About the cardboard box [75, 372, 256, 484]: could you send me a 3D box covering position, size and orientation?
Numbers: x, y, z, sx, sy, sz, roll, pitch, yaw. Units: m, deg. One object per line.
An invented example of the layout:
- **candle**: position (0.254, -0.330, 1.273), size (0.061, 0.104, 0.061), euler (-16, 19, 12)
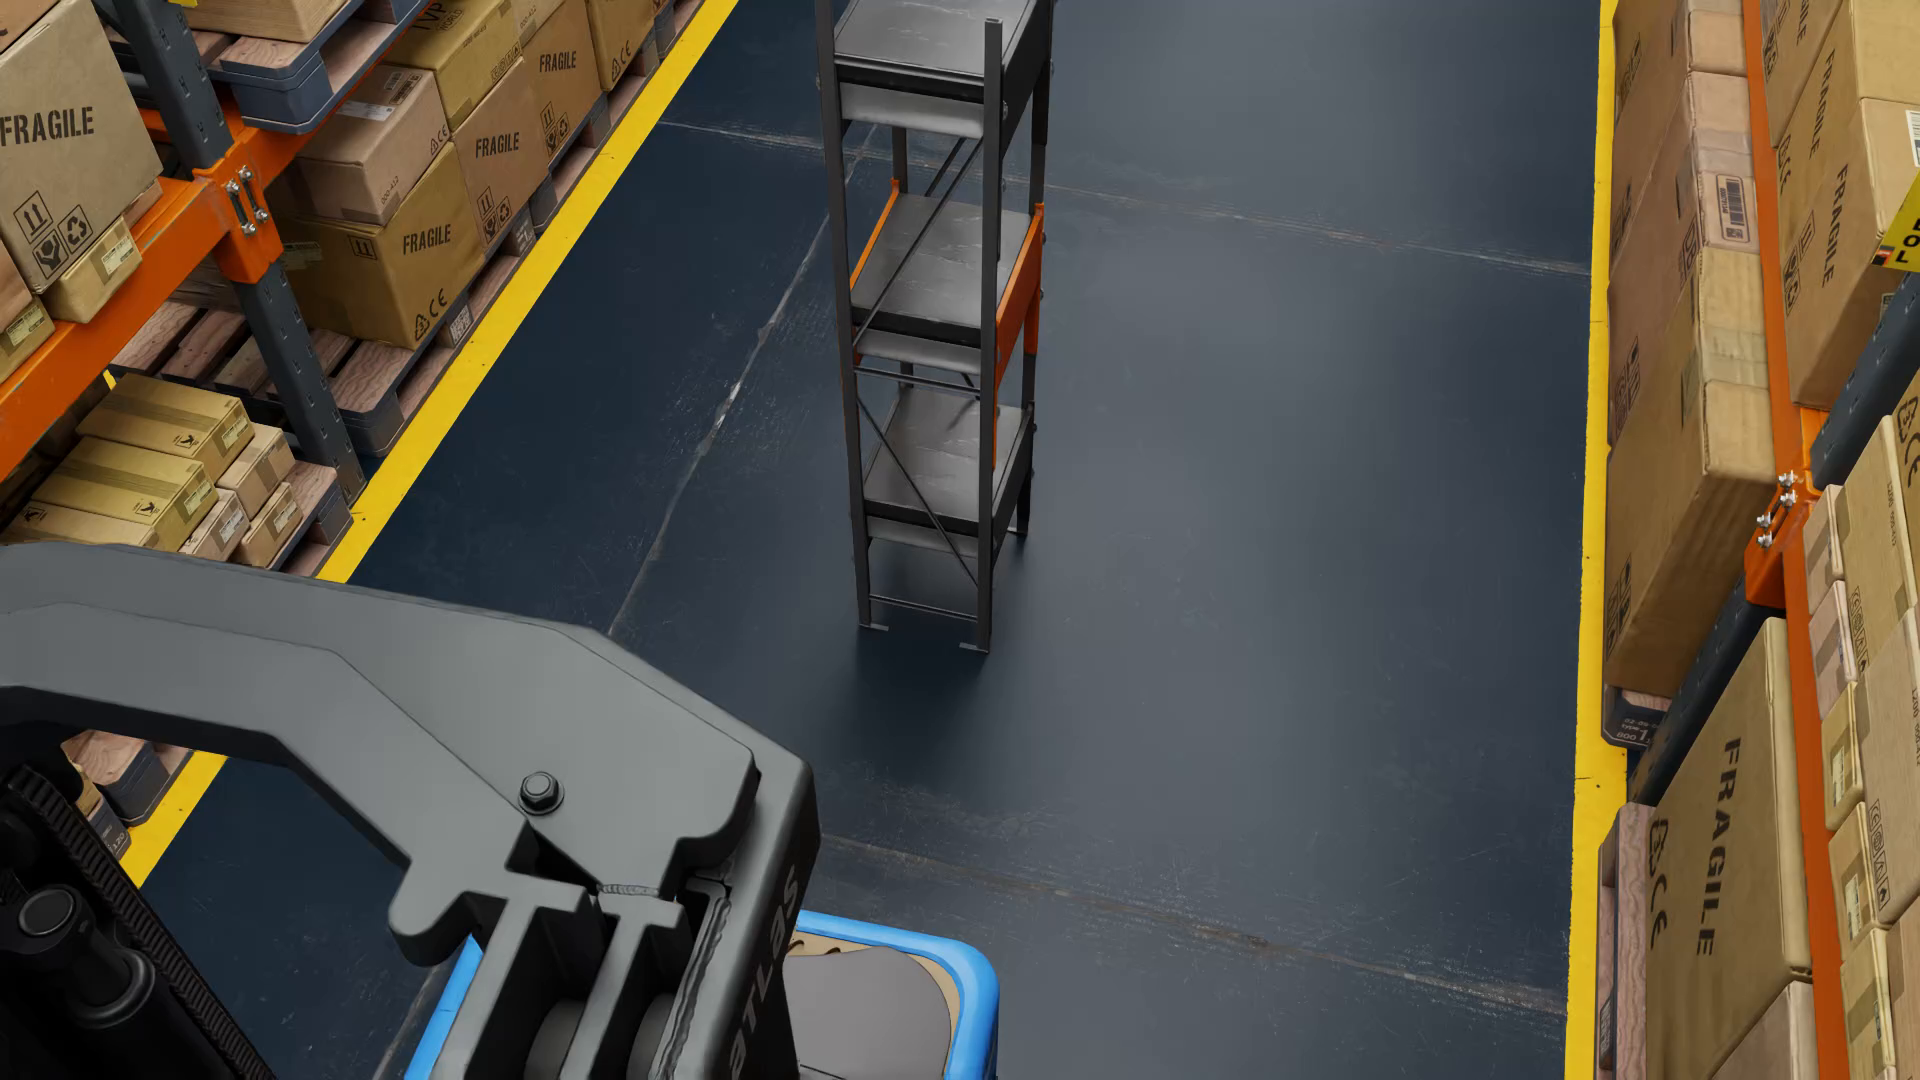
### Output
- **cardboard box**: position (-2.265, -0.311, 4.748), size (0.380, 0.149, 0.250), euler (13, 50, 11)

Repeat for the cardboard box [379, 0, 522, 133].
- **cardboard box**: position (-1.835, -1.655, 5.597), size (0.500, 0.250, 0.500), euler (13, 50, 11)

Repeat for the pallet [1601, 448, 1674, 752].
- **pallet**: position (2.467, 0.175, 4.955), size (1.003, 0.211, 1.213), euler (12, 50, 10)

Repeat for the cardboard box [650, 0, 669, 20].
- **cardboard box**: position (-1.431, -2.530, 6.869), size (0.500, 0.500, 0.500), euler (13, 50, 12)

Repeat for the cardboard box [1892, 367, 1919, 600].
- **cardboard box**: position (1.963, -0.176, 2.806), size (0.500, 0.500, 0.500), euler (12, 50, 10)

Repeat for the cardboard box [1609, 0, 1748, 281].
- **cardboard box**: position (2.945, -1.366, 5.592), size (1.225, 0.875, 0.875), euler (12, 50, 10)

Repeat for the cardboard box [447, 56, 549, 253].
- **cardboard box**: position (-1.834, -1.404, 5.875), size (0.500, 0.500, 0.500), euler (14, 50, 12)

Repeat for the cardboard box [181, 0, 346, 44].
- **cardboard box**: position (-1.875, -1.477, 4.440), size (0.380, 0.149, 0.250), euler (9, 49, 8)

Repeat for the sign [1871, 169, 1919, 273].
- **sign**: position (1.810, -0.632, 3.088), size (0.100, 0.325, 0.005), euler (12, 50, 10)

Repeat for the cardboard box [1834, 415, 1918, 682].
- **cardboard box**: position (1.960, 0.064, 3.094), size (0.500, 0.250, 0.500), euler (11, 49, 9)

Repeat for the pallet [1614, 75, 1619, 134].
- **pallet**: position (3.109, -1.590, 6.513), size (1.003, 0.211, 1.213), euler (12, 50, 10)

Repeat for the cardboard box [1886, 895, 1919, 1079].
- **cardboard box**: position (1.693, 0.799, 2.446), size (0.500, 0.250, 0.500), euler (13, 50, 11)

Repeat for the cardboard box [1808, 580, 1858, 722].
- **cardboard box**: position (1.868, 0.246, 3.199), size (0.380, 0.149, 0.250), euler (10, 49, 9)

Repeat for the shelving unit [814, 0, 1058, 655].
- **shelving unit**: position (-0.044, -0.575, 4.357), size (0.431, 2.100, 0.503), euler (12, 50, 10)

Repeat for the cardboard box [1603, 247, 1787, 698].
- **cardboard box**: position (2.485, -0.078, 4.455), size (1.225, 0.875, 0.875), euler (12, 50, 10)

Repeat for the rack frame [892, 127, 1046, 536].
- **rack frame**: position (0.021, -0.752, 4.513), size (0.400, 2.100, 0.015), euler (12, 50, 10)

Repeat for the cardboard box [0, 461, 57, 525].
- **cardboard box**: position (-2.806, -0.121, 4.779), size (0.380, 0.149, 0.250), euler (12, 50, 10)

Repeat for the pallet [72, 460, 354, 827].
- **pallet**: position (-2.565, 0.189, 4.943), size (1.003, 0.211, 1.213), euler (12, 50, 10)

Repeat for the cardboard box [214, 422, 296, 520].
- **cardboard box**: position (-2.199, -0.230, 4.876), size (0.380, 0.149, 0.250), euler (12, 50, 11)

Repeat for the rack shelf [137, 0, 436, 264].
- **rack shelf**: position (-1.896, -2.435, 5.879), size (1.077, 0.370, 4.000), euler (12, 50, 10)

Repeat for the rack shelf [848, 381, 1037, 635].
- **rack shelf**: position (-0.044, -0.103, 4.892), size (0.431, 0.518, 0.480), euler (12, 50, 10)

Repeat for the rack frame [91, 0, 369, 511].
- **rack frame**: position (-2.422, -1.227, 4.332), size (1.000, 3.000, 0.127), euler (12, 50, 10)

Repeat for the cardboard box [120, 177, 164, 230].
- **cardboard box**: position (-2.272, -0.891, 4.203), size (0.380, 0.149, 0.250), euler (11, 50, 10)

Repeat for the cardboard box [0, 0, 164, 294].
- **cardboard box**: position (-2.277, -0.953, 3.825), size (0.500, 0.500, 0.500), euler (12, 50, 10)

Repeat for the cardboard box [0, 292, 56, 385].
- **cardboard box**: position (-2.362, -0.502, 3.860), size (0.380, 0.149, 0.250), euler (13, 50, 12)

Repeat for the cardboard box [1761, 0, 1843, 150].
- **cardboard box**: position (2.463, -1.336, 4.362), size (0.500, 0.500, 0.500), euler (11, 49, 10)

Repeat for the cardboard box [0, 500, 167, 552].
- **cardboard box**: position (-2.352, 0.063, 4.418), size (0.380, 0.149, 0.250), euler (11, 50, 10)

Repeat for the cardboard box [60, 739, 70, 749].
- **cardboard box**: position (-2.520, 0.515, 4.217), size (0.380, 0.149, 0.250), euler (13, 50, 11)

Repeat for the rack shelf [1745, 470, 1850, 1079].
- **rack shelf**: position (1.810, 1.510, 2.397), size (1.077, 0.370, 4.000), euler (12, 50, 10)

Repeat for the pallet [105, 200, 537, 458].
- **pallet**: position (-2.219, -0.868, 5.875), size (1.003, 0.211, 1.213), euler (12, 50, 10)

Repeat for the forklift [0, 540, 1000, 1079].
- **forklift**: position (-0.728, 1.539, 1.979), size (1.129, 2.867, 3.031), euler (9, 49, 8)

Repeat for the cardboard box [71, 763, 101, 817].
- **cardboard box**: position (-2.469, 0.677, 4.273), size (0.380, 0.149, 0.250), euler (11, 50, 10)

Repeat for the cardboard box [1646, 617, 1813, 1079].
- **cardboard box**: position (2.085, 0.851, 3.636), size (0.875, 0.875, 0.875), euler (12, 50, 10)

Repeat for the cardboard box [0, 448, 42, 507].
- **cardboard box**: position (-2.843, -0.224, 4.671), size (0.380, 0.149, 0.250), euler (14, 50, 12)

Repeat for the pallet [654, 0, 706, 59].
- **pallet**: position (-1.577, -2.633, 7.433), size (1.003, 0.211, 1.213), euler (12, 50, 10)

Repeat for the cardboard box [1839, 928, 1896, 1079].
- **cardboard box**: position (1.665, 0.813, 2.700), size (0.380, 0.149, 0.250), euler (11, 49, 10)
